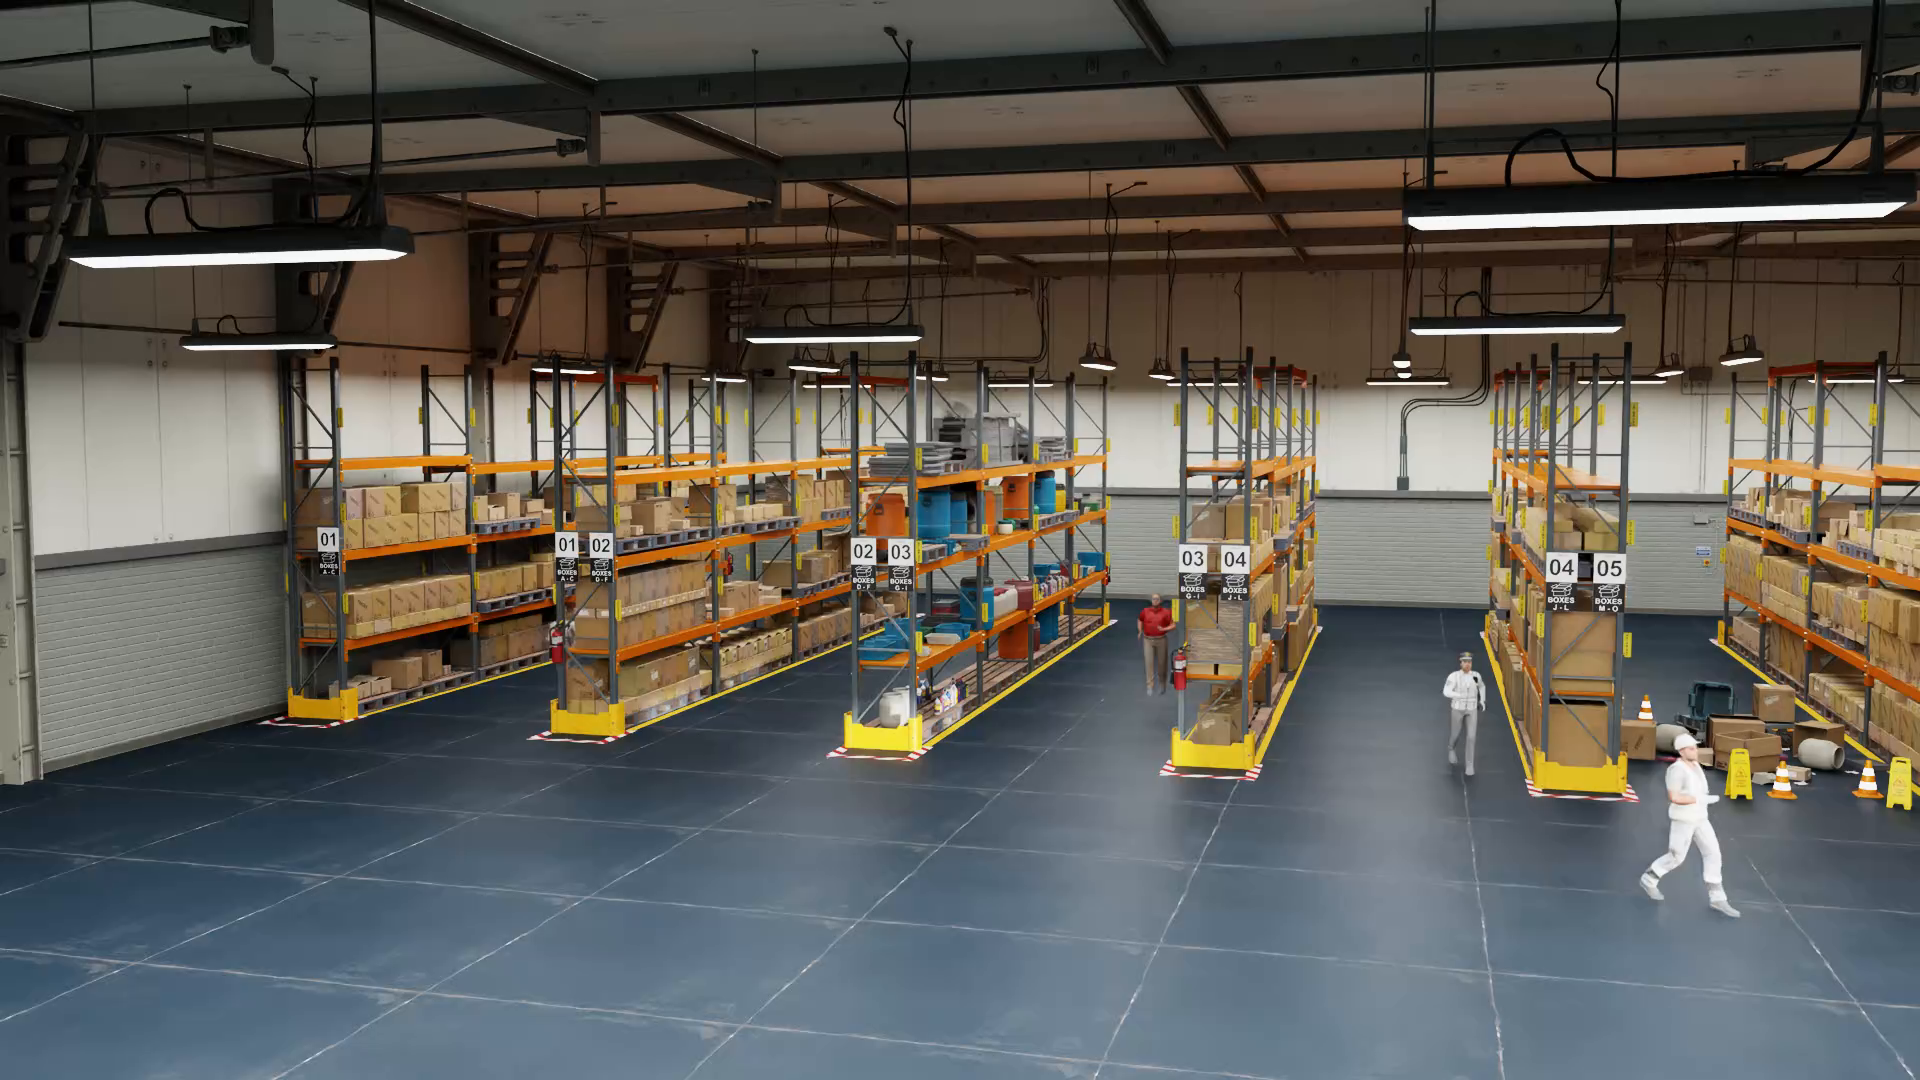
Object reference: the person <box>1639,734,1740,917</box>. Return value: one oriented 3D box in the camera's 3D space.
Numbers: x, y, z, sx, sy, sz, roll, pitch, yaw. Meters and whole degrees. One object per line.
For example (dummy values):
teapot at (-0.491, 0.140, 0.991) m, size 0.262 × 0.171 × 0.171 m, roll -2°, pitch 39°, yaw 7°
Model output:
person at (7.426, 2.855, 16.883) m, size 0.668 × 1.775 × 0.992 m, roll -3°, pitch 5°, yaw -35°

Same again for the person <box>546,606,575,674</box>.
person at (-7.020, 2.000, 29.433) m, size 0.592 × 1.734 × 0.601 m, roll 0°, pitch 4°, yaw 6°

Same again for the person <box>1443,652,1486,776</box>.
person at (7.139, 2.404, 23.499) m, size 0.621 × 1.672 × 0.933 m, roll 0°, pitch 4°, yaw 6°

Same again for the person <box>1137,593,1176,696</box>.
person at (3.333, 1.790, 28.343) m, size 0.673 × 1.762 × 0.882 m, roll 1°, pitch 4°, yaw 13°
